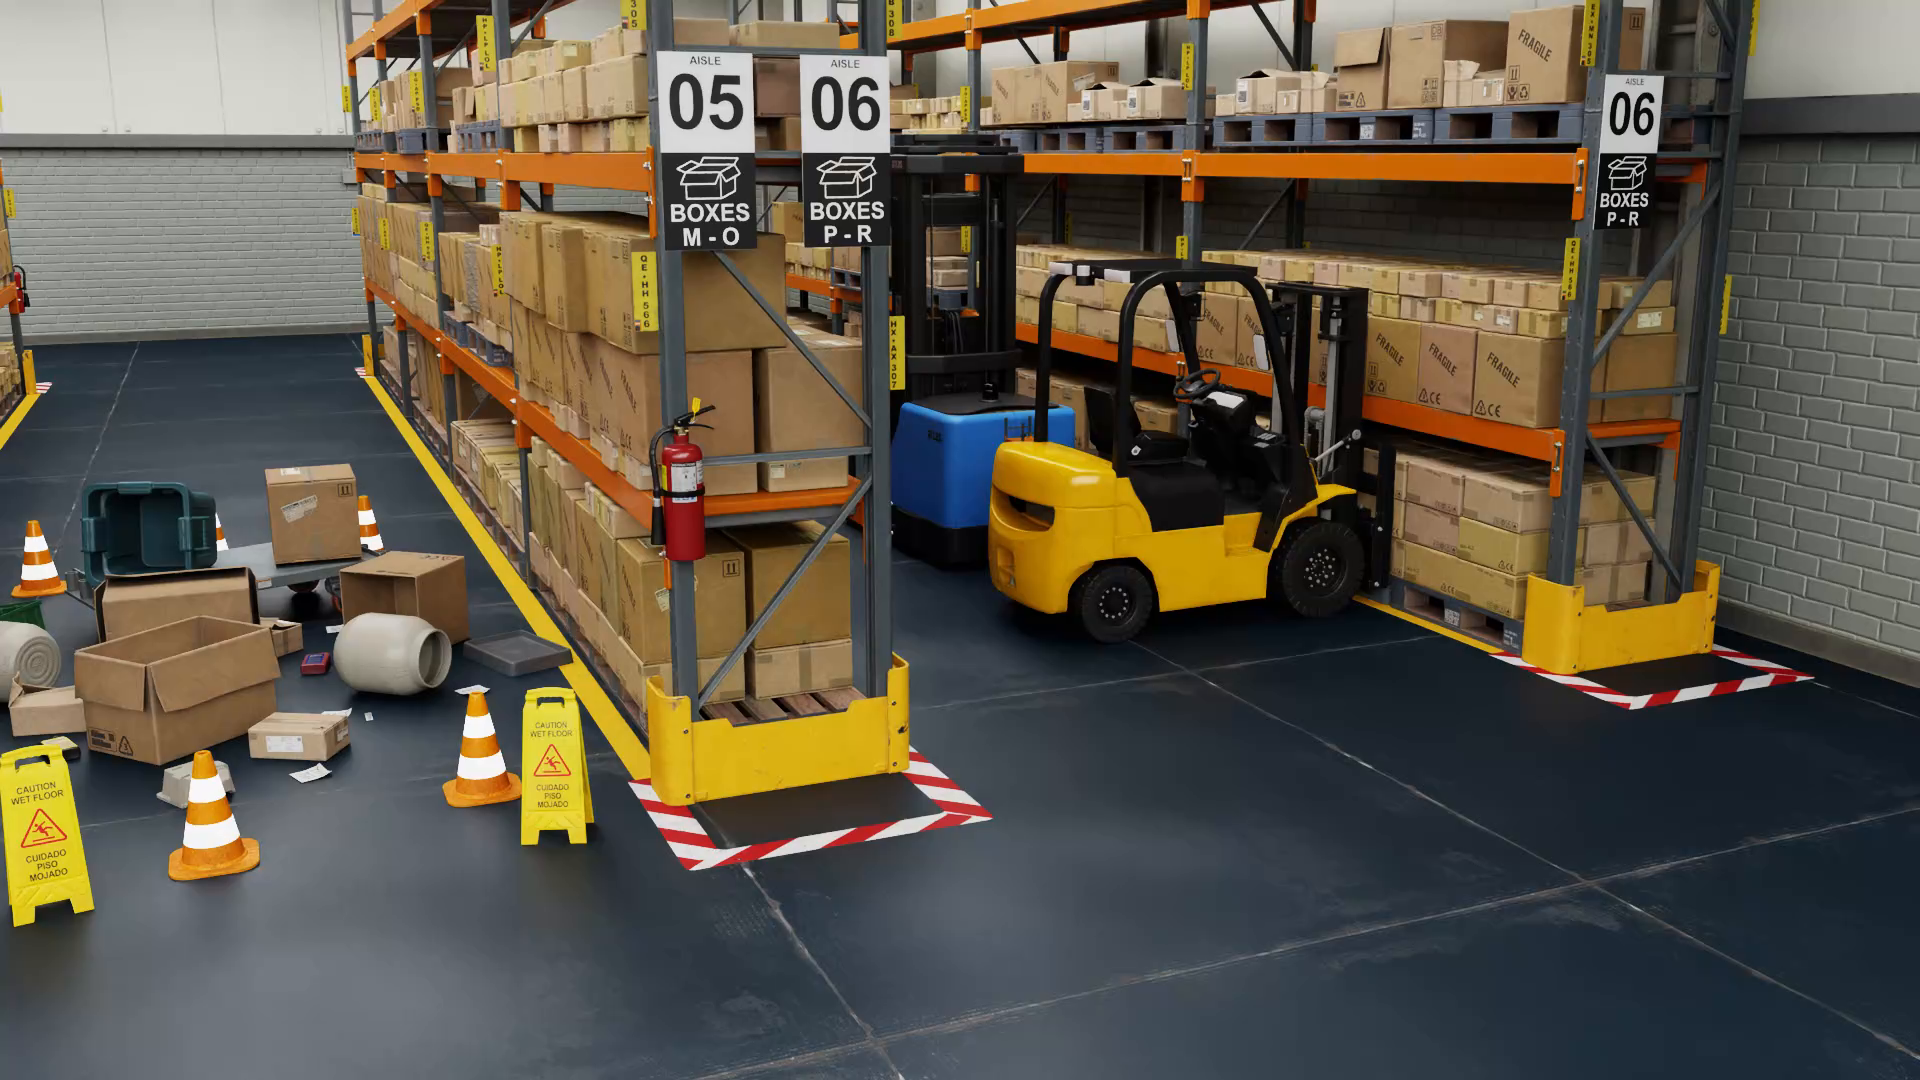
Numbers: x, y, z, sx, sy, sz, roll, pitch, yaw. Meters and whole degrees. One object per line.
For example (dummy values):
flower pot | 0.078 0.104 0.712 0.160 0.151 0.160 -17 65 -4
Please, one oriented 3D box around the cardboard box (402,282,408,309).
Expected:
cardboard box | -5.263 -2.436 16.576 0.500 0.250 0.500 -6 14 -23

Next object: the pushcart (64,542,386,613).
pushcart | -4.461 0.309 10.199 1.648 0.377 0.936 -12 18 -42

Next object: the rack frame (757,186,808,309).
rack frame | -2.652 -4.113 23.491 1.000 3.000 0.127 -6 14 -23

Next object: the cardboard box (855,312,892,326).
cardboard box | -1.002 -2.587 19.411 0.380 0.149 0.250 -6 14 -26

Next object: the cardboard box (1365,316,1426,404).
cardboard box | 2.914 -1.148 10.458 0.500 0.500 0.500 -6 14 -24

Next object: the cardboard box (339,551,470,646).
cardboard box | -3.210 0.376 9.632 0.500 0.500 0.500 4 14 16

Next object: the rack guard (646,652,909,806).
rack guard | -0.820 0.843 7.617 1.175 0.500 0.348 -6 14 -23

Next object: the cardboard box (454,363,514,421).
cardboard box | -4.195 -1.331 15.250 0.875 0.875 0.875 -6 14 -23

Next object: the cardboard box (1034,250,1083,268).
cardboard box | 0.889 -2.525 14.967 0.380 0.149 0.250 -5 14 -22

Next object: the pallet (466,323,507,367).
pallet | -3.164 -1.513 12.679 1.003 0.211 1.213 -6 14 -23

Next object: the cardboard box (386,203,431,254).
cardboard box | -5.684 -3.257 17.351 0.500 0.500 0.500 -5 14 -22

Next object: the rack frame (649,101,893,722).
rack frame | -0.790 -0.359 7.268 1.000 3.000 0.127 -6 14 -23

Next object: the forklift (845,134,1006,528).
forklift | -0.267 -1.555 12.588 1.121 2.935 3.031 -6 14 -25

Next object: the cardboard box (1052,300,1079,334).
cardboard box | 1.122 -1.956 14.503 0.500 0.250 0.500 -5 14 -21

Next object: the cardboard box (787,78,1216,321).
cardboard box | -0.210 -3.006 17.417 0.818 3.161 9.788 -6 14 -25

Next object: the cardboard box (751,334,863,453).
cardboard box | -0.725 -0.675 7.754 0.500 0.500 0.500 -6 14 -24

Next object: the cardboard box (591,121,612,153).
cardboard box | -1.578 -1.958 8.083 0.380 0.149 0.250 -6 14 -23

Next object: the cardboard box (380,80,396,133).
cardboard box | -5.509 -4.344 16.683 0.500 0.500 0.500 -6 14 -24

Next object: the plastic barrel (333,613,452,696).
plastic barrel | -3.004 0.606 8.811 0.512 0.421 0.421 4 14 16

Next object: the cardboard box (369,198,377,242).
cardboard box | -6.640 -3.761 19.527 0.500 0.500 0.500 -6 14 -23

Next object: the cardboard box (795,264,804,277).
cardboard box | -1.868 -3.418 21.043 0.380 0.149 0.250 -6 14 -24

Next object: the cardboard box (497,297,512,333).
cardboard box | -2.787 -1.658 11.069 0.500 0.500 0.500 -6 14 -24

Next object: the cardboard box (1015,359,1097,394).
cardboard box | 0.790 -1.378 16.008 0.875 0.625 0.625 -5 14 -21

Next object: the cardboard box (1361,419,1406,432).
cardboard box | 2.936 -0.693 11.662 0.500 0.250 0.500 -6 14 -23

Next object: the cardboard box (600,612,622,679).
cardboard box | -1.560 0.526 8.612 0.500 0.250 0.500 -6 14 -23

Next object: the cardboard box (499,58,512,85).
cardboard box | -2.565 -2.818 10.030 0.380 0.149 0.250 -6 14 -24

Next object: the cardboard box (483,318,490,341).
cardboard box | -3.182 -1.507 11.855 0.380 0.149 0.250 -5 14 -22

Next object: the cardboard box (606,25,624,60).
cardboard box | -1.383 -2.237 7.520 0.380 0.149 0.250 -6 14 -24

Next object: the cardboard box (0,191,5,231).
cardboard box | -11.283 -3.805 19.059 0.500 0.500 0.500 -6 14 -24

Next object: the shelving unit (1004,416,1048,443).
shelving unit | 0.449 -0.303 11.352 0.215 1.050 0.252 -6 14 -25

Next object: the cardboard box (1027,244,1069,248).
cardboard box | 0.868 -2.776 16.054 0.380 0.149 0.250 -5 14 -21

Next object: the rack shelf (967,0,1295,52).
rack shelf | 1.353 -4.425 14.014 1.077 0.370 4.000 -6 14 -23

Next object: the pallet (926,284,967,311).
pallet | 0.216 -2.501 16.949 1.213 0.211 1.003 -6 14 -23

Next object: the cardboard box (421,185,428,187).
cardboard box | -6.043 -4.038 19.286 0.380 0.149 0.250 -6 14 -23

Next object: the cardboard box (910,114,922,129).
cardboard box | -0.302 -4.363 17.364 0.380 0.149 0.250 -5 14 -21

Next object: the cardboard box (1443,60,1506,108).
cardboard box | 3.045 -2.653 9.674 0.396 0.266 0.258 -6 14 -23

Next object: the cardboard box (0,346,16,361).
cardboard box | -10.982 -2.116 18.933 0.380 0.149 0.250 -6 14 -24

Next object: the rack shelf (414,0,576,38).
rack shelf | -3.193 -3.976 12.073 1.077 0.370 4.000 -6 14 -23

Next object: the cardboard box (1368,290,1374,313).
cardboard box | 2.808 -1.541 10.717 0.380 0.149 0.250 -6 14 -23

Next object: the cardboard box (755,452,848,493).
cardboard box | -0.736 -0.325 7.680 0.380 0.149 0.250 -6 14 -23

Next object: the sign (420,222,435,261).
sign | -4.502 -2.525 14.059 0.100 0.325 0.005 -6 14 -23

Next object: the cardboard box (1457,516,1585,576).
cardboard box | 3.275 0.011 9.727 0.500 0.250 0.500 -6 14 -24

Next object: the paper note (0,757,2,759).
paper note | -4.538 1.039 7.858 0.032 0.001 0.123 1 13 6

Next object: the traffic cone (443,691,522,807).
traffic cone | -2.144 0.905 7.434 0.336 0.463 0.334 -6 14 -23

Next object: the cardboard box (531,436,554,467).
cardboard box | -2.408 -0.554 10.176 0.380 0.149 0.250 -5 14 -22

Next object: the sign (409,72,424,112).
sign | -4.506 -3.715 13.794 0.100 0.325 0.005 -6 14 -23

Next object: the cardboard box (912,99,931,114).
cardboard box | -0.273 -4.449 17.075 0.380 0.149 0.250 -6 14 -24

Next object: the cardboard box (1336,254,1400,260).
cardboard box | 2.898 -1.950 11.823 0.380 0.149 0.250 -6 14 -24

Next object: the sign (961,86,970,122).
sign | 0.054 -4.125 15.743 0.100 0.325 0.005 -6 14 -23

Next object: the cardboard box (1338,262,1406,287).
cardboard box | 2.715 -1.742 10.926 0.380 0.149 0.250 -6 14 -23

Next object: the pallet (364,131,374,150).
pallet | -6.400 -4.678 19.473 1.003 0.211 1.213 -6 14 -23

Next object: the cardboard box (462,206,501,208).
cardboard box | -4.567 -2.986 16.179 0.500 0.500 0.500 -5 14 -22
